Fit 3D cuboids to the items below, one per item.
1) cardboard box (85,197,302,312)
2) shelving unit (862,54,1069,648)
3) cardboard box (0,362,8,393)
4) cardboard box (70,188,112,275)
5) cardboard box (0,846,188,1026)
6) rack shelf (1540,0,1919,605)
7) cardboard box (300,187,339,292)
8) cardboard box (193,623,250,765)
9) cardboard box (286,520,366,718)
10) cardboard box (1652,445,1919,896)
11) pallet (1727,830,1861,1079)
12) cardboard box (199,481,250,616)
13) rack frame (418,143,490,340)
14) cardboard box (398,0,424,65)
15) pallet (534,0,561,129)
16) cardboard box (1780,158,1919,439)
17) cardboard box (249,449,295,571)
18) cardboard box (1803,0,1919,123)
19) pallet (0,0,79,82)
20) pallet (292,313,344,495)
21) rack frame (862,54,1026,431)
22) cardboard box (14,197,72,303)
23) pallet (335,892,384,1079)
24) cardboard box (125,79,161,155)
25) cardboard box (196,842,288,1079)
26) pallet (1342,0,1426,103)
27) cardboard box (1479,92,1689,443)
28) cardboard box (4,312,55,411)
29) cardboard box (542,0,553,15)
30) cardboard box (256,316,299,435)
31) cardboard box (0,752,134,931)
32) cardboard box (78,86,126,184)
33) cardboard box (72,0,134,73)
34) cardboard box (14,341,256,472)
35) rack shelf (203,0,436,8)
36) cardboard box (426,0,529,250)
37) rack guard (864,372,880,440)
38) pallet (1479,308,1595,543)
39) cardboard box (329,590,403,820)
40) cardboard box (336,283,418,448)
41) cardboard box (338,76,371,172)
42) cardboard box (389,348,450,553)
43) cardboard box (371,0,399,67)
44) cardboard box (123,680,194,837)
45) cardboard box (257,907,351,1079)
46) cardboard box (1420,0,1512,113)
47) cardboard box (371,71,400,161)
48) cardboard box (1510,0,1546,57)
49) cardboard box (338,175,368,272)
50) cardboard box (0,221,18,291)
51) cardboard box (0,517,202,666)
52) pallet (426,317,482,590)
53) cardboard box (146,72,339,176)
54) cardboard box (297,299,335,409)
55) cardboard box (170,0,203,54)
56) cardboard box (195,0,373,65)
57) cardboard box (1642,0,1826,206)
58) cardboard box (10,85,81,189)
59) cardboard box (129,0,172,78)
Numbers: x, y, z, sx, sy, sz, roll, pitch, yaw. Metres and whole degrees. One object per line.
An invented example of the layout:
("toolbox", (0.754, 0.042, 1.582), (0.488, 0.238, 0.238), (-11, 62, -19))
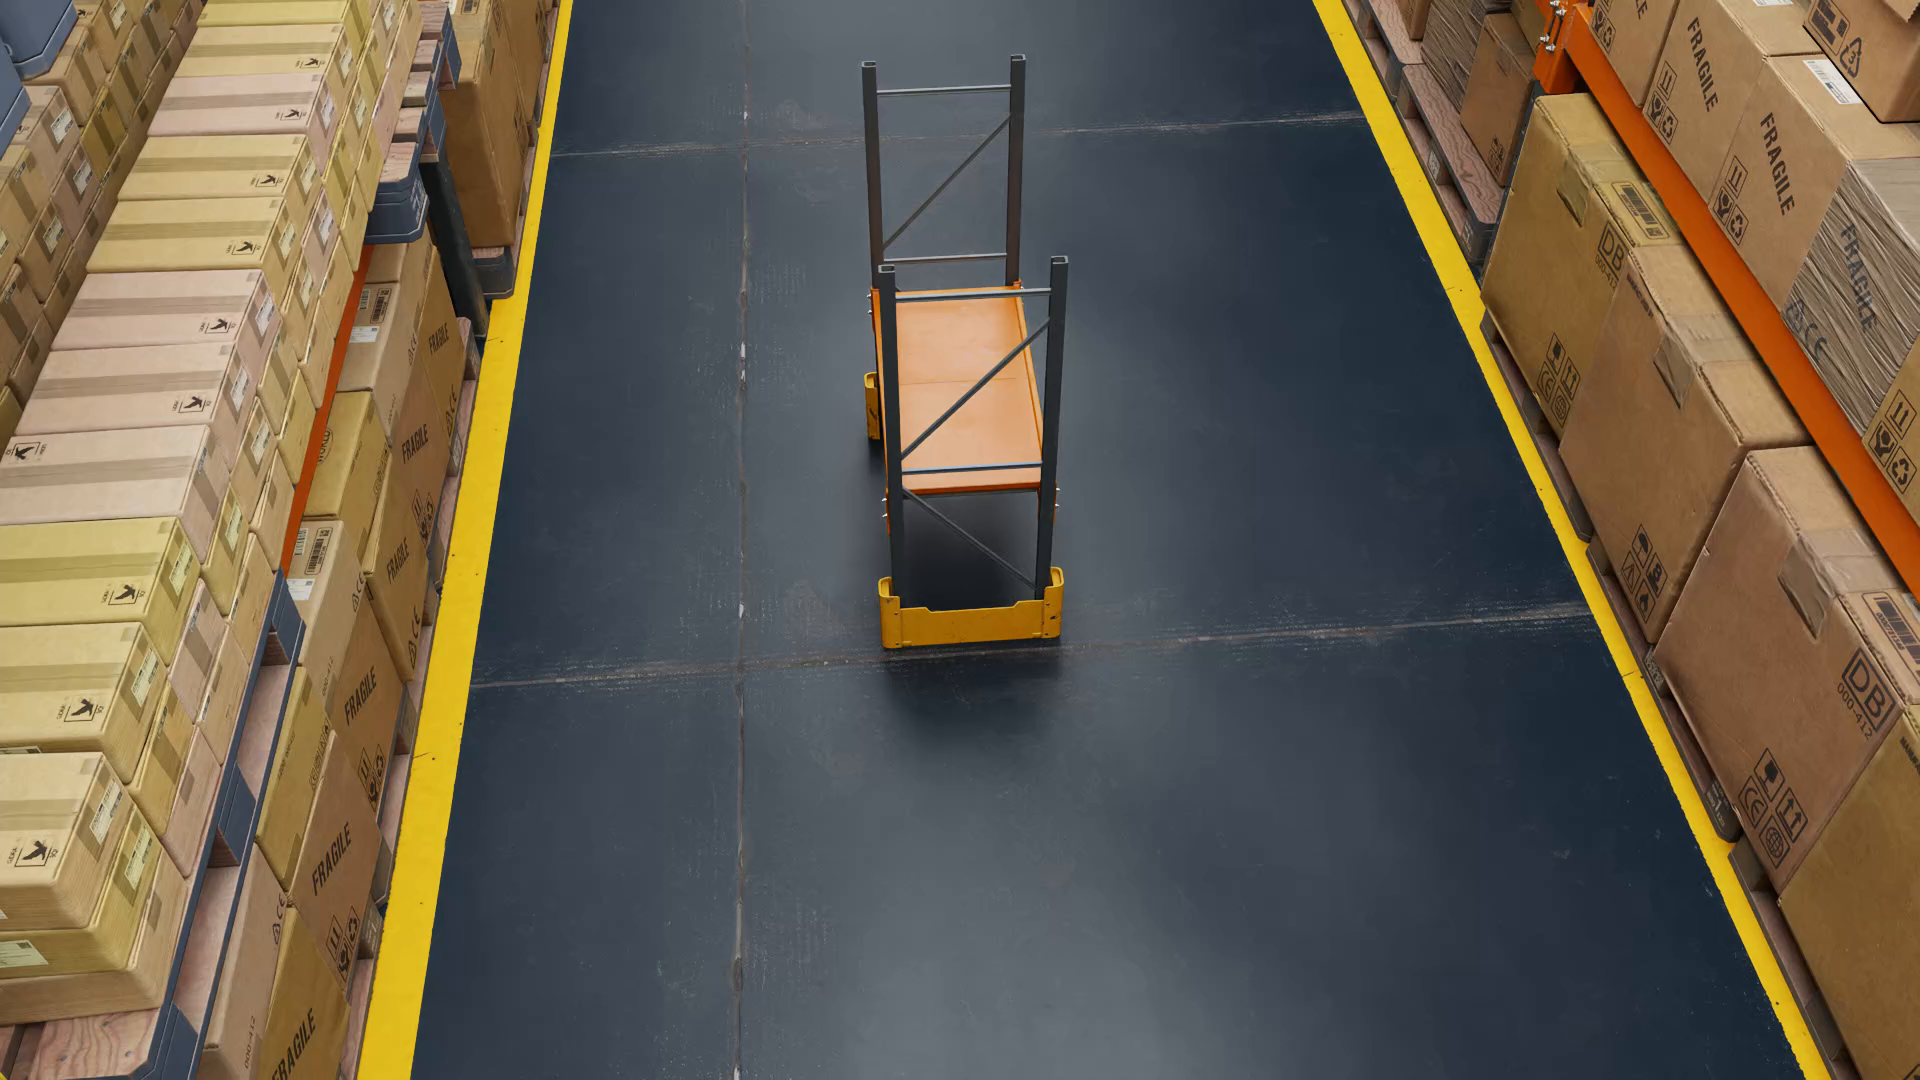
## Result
("cardboard box", (-1.727, -0.640, 3.765), (0.380, 0.149, 0.250), (-2, 47, -2))
("shelving unit", (-0.006, -0.571, 5.258), (0.587, 1.500, 1.083), (-3, 47, -3))
("cardboard box", (-2.361, -0.324, 3.670), (0.380, 0.149, 0.250), (-3, 47, -3))
("cardboard box", (-2.421, -0.774, 4.301), (0.380, 0.149, 0.250), (-2, 47, -2))
("cardboard box", (-1.591, 0.695, 2.910), (0.380, 0.149, 0.250), (-6, 47, -5))
("rack shelf", (2.767, -0.362, 4.523), (1.077, 0.370, 4.000), (-3, 47, -3))
("cardboard box", (-1.746, -0.726, 4.050), (0.380, 0.149, 0.250), (-2, 47, -2))
("cardboard box", (-1.637, 0.313, 3.271), (0.380, 0.149, 0.250), (-3, 47, -3))
("cardboard box", (-1.900, 0.218, 4.394), (0.500, 0.250, 0.500), (-2, 47, -2))
("cardboard box", (2.785, 0.315, 4.560), (1.225, 0.875, 0.875), (-5, 47, -5))
("pallet", (2.795, 1.242, 4.428), (1.003, 0.211, 1.213), (-3, 47, -3))
("cardboard box", (-1.659, 0.030, 3.335), (0.380, 0.149, 0.250), (-5, 47, -5))
("rack frame", (-2.351, -1.829, 5.416), (1.000, 3.000, 0.127), (-3, 47, -3))
("cardboard box", (-1.852, -1.558, 5.043), (0.380, 0.149, 0.250), (-3, 47, -3))
("pallet", (-2.441, -2.325, 7.807), (1.003, 0.211, 1.213), (-3, 47, -3))
("cardboard box", (2.501, -0.618, 4.200), (0.500, 0.500, 0.500), (-3, 47, -3))
("cardboard box", (-1.679, -0.053, 3.618), (0.380, 0.149, 0.250), (-5, 47, -5))
("cardboard box", (2.697, -1.435, 4.283), (0.797, 0.503, 0.637), (-3, 47, -2))
("pallet", (-2.052, -1.105, 2.794), (1.213, 0.211, 1.003), (-3, 47, -3))
("pallet", (-2.145, -0.333, 4.131), (1.003, 0.211, 1.213), (-3, 47, -3))
("rack frame", (-0.050, -0.945, 5.612), (0.500, 1.500, 0.032), (-3, 47, -3))
("cardboard box", (-2.402, -0.695, 4.021), (0.380, 0.149, 0.250), (-4, 47, -4))
("pallet", (-2.083, 1.461, 4.221), (1.003, 0.211, 1.213), (-3, 47, -3))
("cardboard box", (-2.470, -1.161, 4.668), (0.380, 0.149, 0.250), (-1, 47, -1))
("cardboard box", (-1.815, 0.972, 3.679), (0.500, 0.250, 0.500), (-5, 47, -5))
("pallet", (2.437, -2.544, 8.014), (1.003, 0.211, 1.213), (-3, 47, -3))
("cardboard box", (2.637, -0.970, 5.777), (1.225, 0.875, 0.875), (-5, 47, -5))
("cardboard box", (-2.382, -0.403, 3.950), (0.380, 0.149, 0.250), (-5, 47, -5))
("cardboard box", (-2.468, -2.952, 7.740), (1.050, 0.750, 0.750), (-3, 47, -3))
("cardboard box", (-1.706, -0.357, 3.701), (0.380, 0.149, 0.250), (-4, 47, -4))
("cardboard box", (-1.591, 0.490, 2.694), (0.380, 0.149, 0.250), (-1, 47, -1))
("cardboard box", (-2.439, -1.055, 4.363), (0.380, 0.149, 0.250), (-3, 47, -3))
("cardboard box", (-2.464, -1.373, 4.458), (0.380, 0.149, 0.250), (-4, 47, -4))
("cardboard box", (-1.680, -0.263, 3.407), (0.380, 0.149, 0.250), (-4, 47, -4))
("rack shelf", (-2.519, -3.028, 7.047), (1.077, 0.370, 4.000), (-3, 47, -3))
("cardboard box", (-2.313, -1.645, 6.503), (1.050, 0.750, 0.750), (-4, 47, -4))
("rack guard", (-0.048, -0.501, 6.053), (0.587, 0.250, 0.087), (-3, 47, -3))
("pallet", (2.591, -0.523, 6.100), (1.003, 0.211, 1.213), (-3, 47, -3))
("cardboard box", (-1.917, 0.469, 4.672), (0.500, 0.500, 0.500), (-3, 47, -3))
("cardboard box", (-1.980, -0.528, 5.100), (0.500, 0.250, 0.500), (-3, 47, -3))
("cardboard box", (-1.787, -1.095, 4.400), (0.380, 0.149, 0.250), (-3, 47, -3))
("cardboard box", (-1.996, -0.277, 5.379), (0.500, 0.500, 0.500), (-2, 47, -2))
("cardboard box", (-1.832, -1.466, 4.751), (0.380, 0.149, 0.250), (-2, 47, -2))
("cardboard box", (-1.615, 0.405, 2.980), (0.380, 0.149, 0.250), (-4, 47, -4))
("cardboard box", (-1.814, 1.230, 3.952), (0.500, 0.500, 0.500), (-2, 47, -2))
("cardboard box", (2.464, -2.233, 7.217), (0.700, 0.500, 0.500), (-7, 47, -7))
("cardboard box", (-1.811, -1.192, 4.696), (0.380, 0.149, 0.250), (-3, 47, -3))
("cardboard box", (2.514, -2.089, 6.565), (0.500, 0.250, 0.500), (-2, 47, -2))
("cardboard box", (-1.770, -0.817, 4.341), (0.380, 0.149, 0.250), (-5, 47, -5))
("cardboard box", (-2.377, -0.613, 3.739), (0.380, 0.149, 0.250), (-4, 47, -4))
("cardboard box", (-1.639, 0.103, 3.061), (0.380, 0.149, 0.250), (-3, 47, -3))
("pallet", (-2.287, -0.304, 5.893), (1.003, 0.211, 1.213), (-3, 47, -3))
("cardboard box", (-1.772, -1.025, 4.129), (0.380, 0.149, 0.250), (-3, 47, -3))
("cardboard box", (-1.724, -0.432, 3.977), (0.380, 0.149, 0.250), (-5, 47, -5))
("cardboard box", (-2.515, -1.551, 5.036), (0.380, 0.149, 0.250), (-4, 47, -4))
("cardboard box", (-1.813, -1.393, 4.477), (0.380, 0.149, 0.250), (-2, 47, -2))
("cardboard box", (2.415, -1.350, 4.894), (0.500, 0.500, 0.500), (-5, 47, -4))
("cardboard box", (-2.418, -0.986, 4.092), (0.380, 0.149, 0.250), (-2, 47, -1))
("cardboard box", (-2.486, -1.431, 4.718), (0.380, 0.149, 0.250), (-1, 47, -1))
